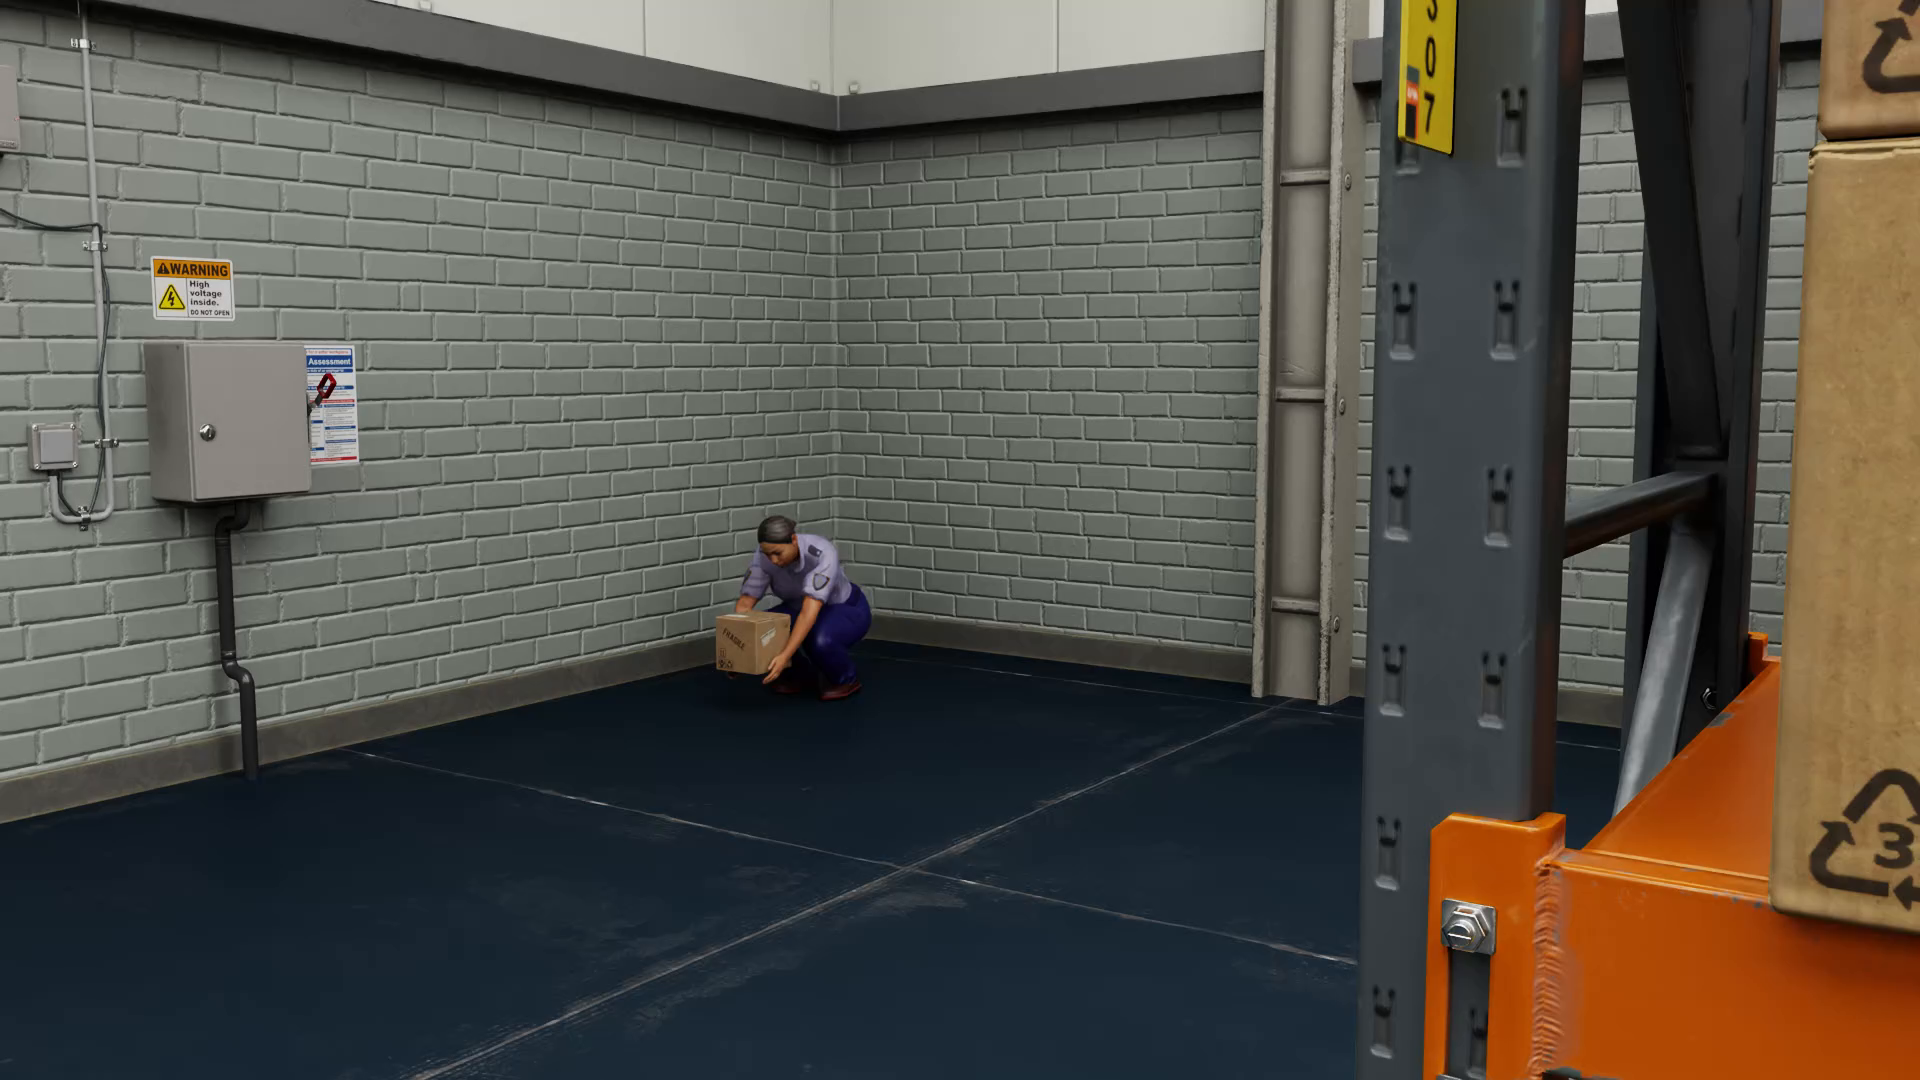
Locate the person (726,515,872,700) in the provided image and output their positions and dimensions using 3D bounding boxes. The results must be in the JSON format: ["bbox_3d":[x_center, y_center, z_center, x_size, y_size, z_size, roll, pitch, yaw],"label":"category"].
[{"bbox_3d":[-0.778,0.318,8.050,0.525,0.923,0.839,4,8,34],"label":"person"}]
